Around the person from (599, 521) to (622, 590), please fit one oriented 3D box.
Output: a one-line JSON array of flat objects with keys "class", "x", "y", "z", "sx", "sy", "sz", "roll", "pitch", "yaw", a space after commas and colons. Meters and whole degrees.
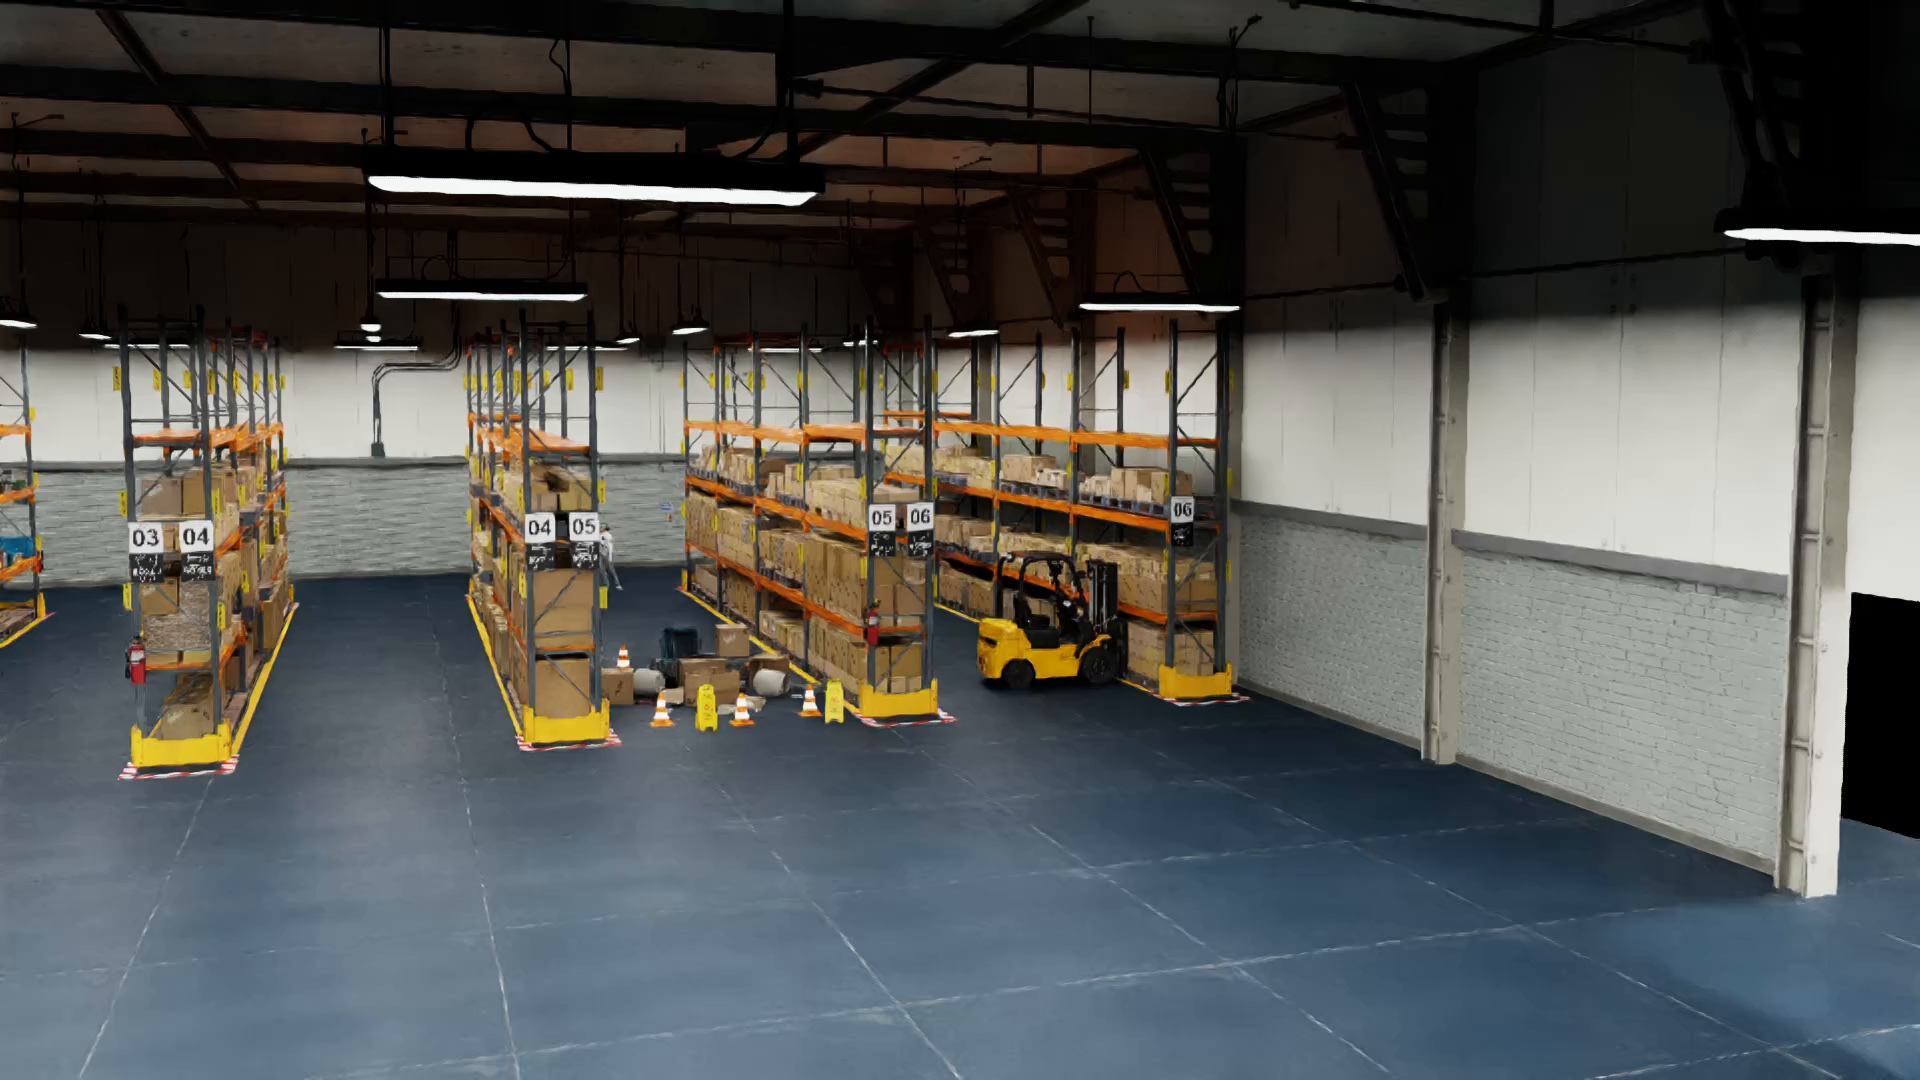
[{"class": "person", "x": -8.487, "y": 0.377, "z": 40.124, "sx": 0.505, "sy": 1.665, "sz": 0.570, "roll": -5, "pitch": 8, "yaw": -44}]
